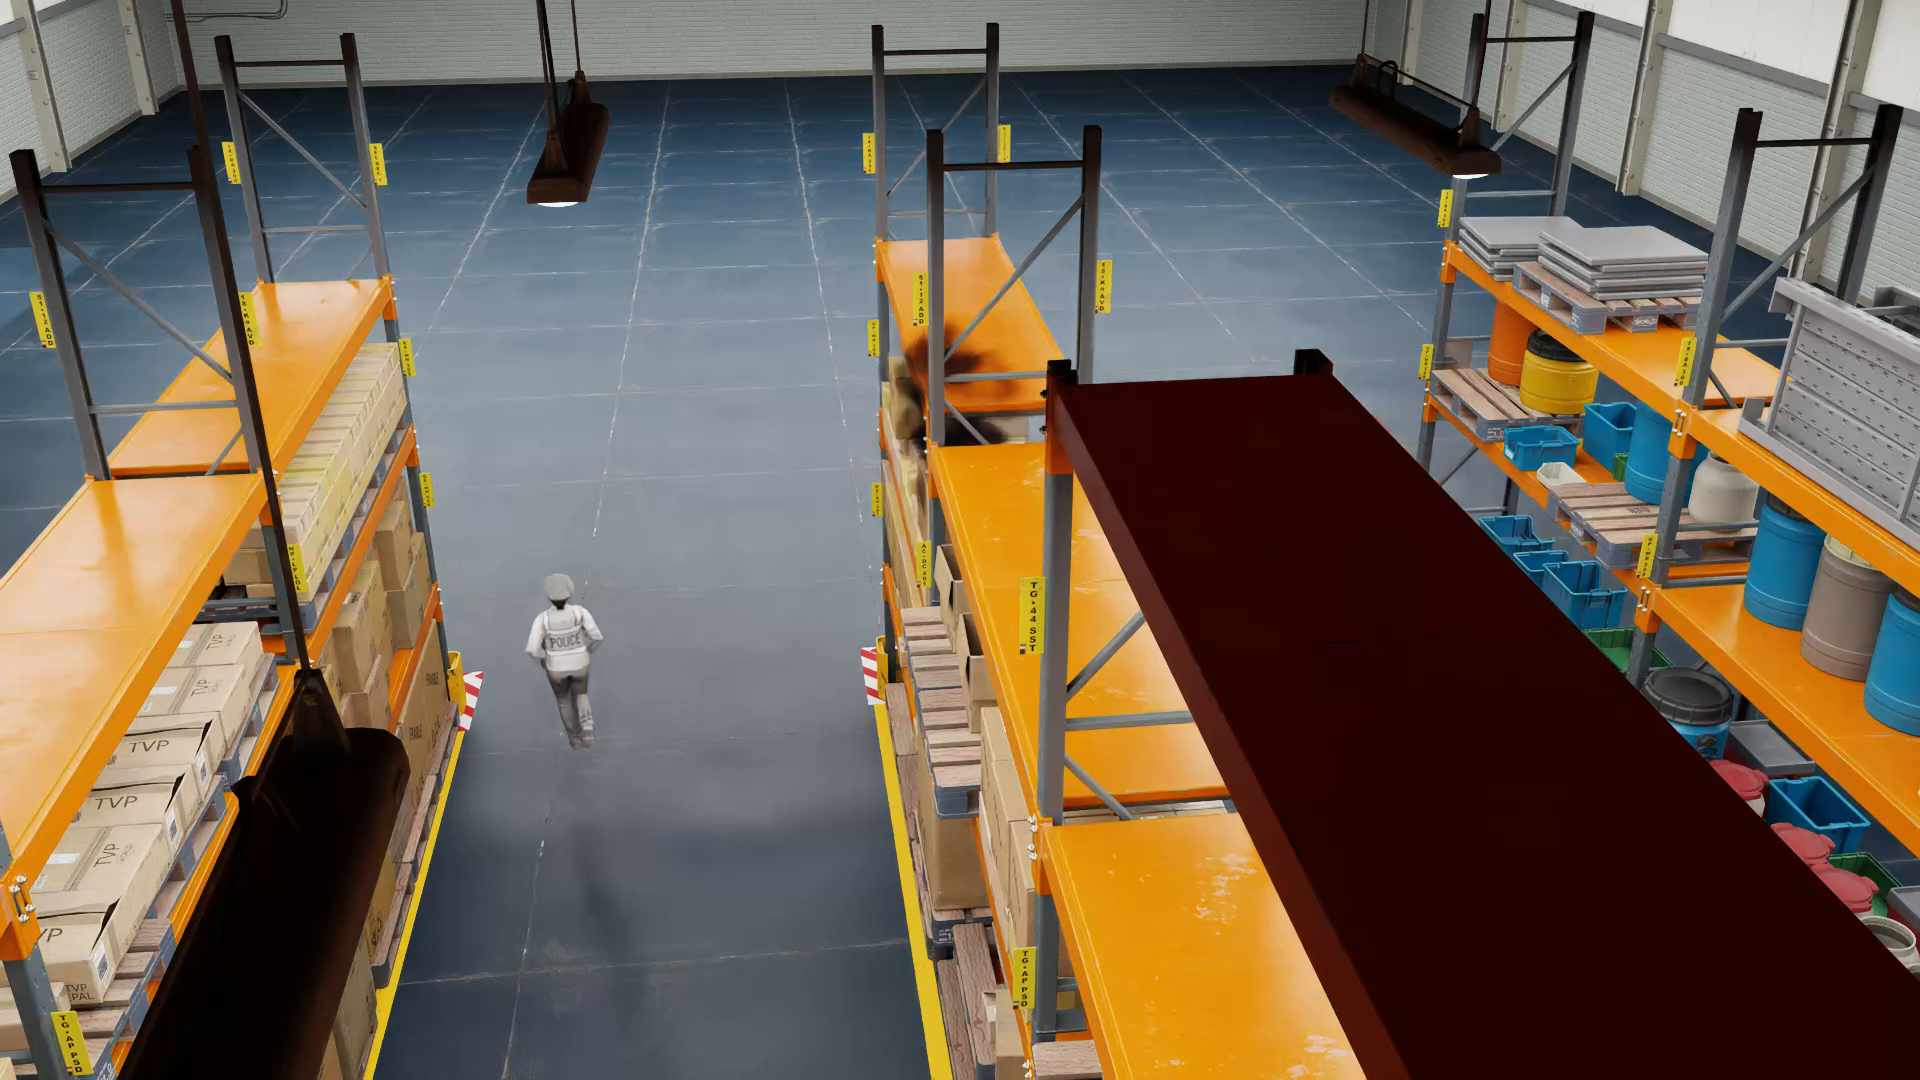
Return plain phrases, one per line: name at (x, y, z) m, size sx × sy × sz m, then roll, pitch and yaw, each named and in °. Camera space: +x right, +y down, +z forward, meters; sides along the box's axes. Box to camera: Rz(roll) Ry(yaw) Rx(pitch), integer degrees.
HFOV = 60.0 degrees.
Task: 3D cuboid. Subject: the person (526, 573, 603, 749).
person at (-3.240, 1.070, 13.721) m, size 0.625 × 1.678 × 0.587 m, roll -8°, pitch 27°, yaw -17°
